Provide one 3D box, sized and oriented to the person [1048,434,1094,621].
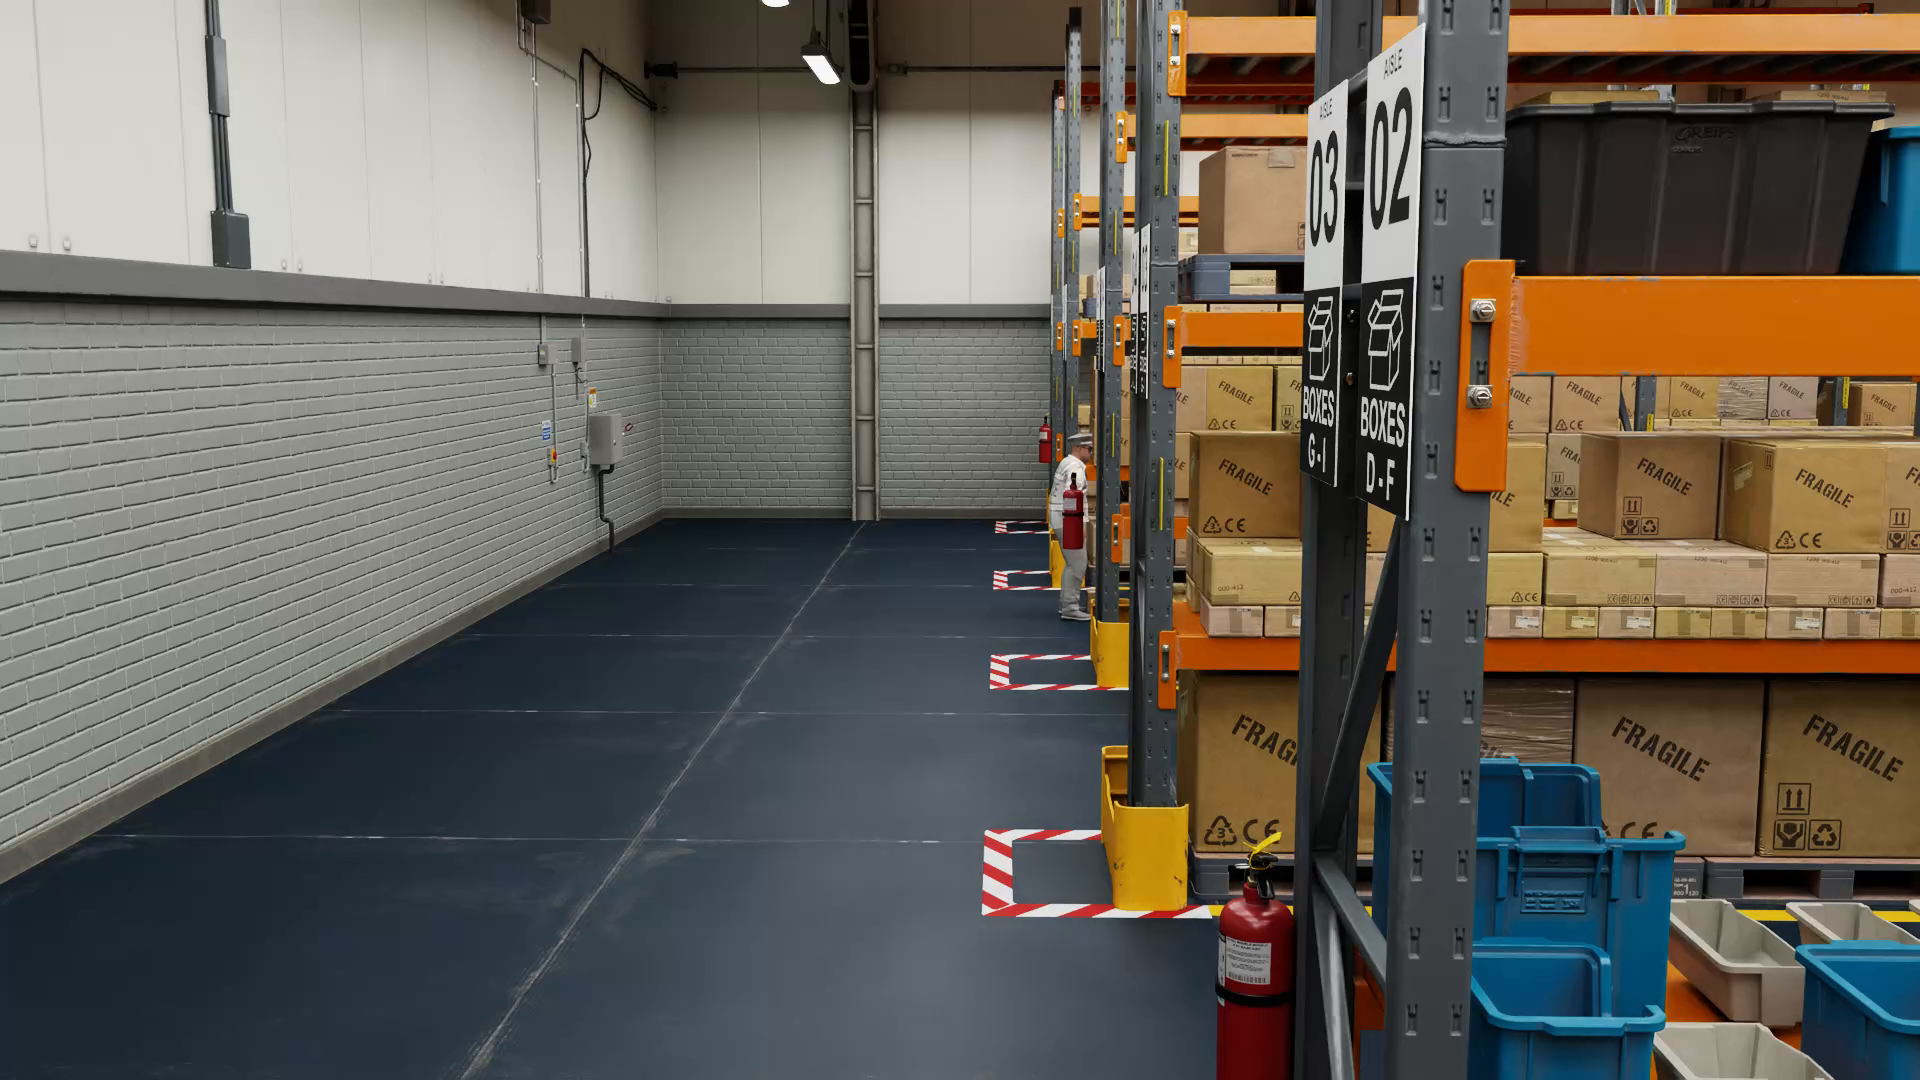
[{"bbox_3d":[1.064,-0.136,15.818,0.436,1.749,0.606,0,7,-2],"label":"person"}]
